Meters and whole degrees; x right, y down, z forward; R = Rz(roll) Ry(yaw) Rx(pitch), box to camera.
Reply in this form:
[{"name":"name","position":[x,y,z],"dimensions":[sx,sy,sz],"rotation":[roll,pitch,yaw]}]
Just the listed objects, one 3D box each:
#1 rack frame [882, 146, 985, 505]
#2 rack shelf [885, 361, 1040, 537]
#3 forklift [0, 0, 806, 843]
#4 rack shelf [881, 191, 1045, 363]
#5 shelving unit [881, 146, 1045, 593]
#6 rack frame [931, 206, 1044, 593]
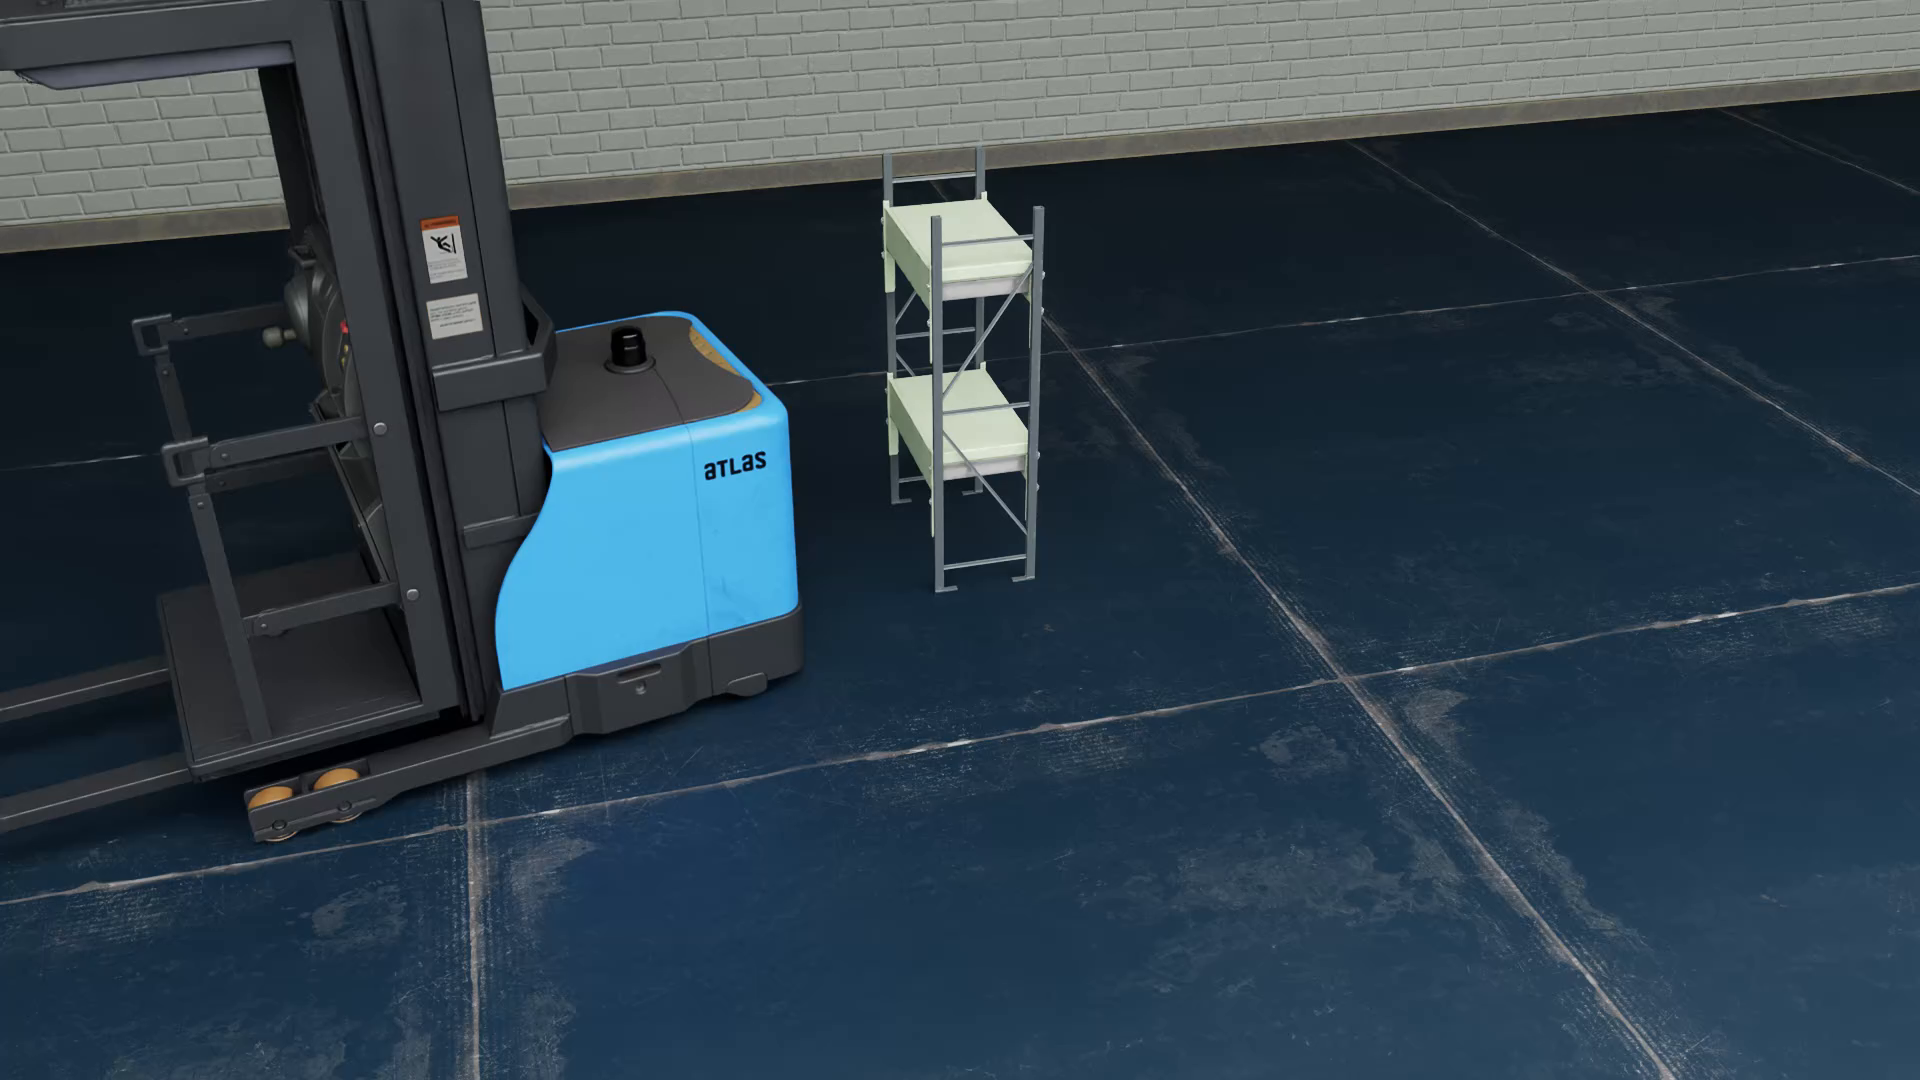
[{"name":"rack frame","position":[-0.099,-0.829,6.685],"dimensions":[0.400,1.500,0.023],"rotation":[-8,31,-13]},{"name":"rack shelf","position":[-0.002,-0.370,6.543],"dimensions":[0.431,0.370,0.720],"rotation":[-8,31,-13]},{"name":"forklift","position":[-2.092,-0.640,4.930],"dimensions":[3.031,2.935,1.130],"rotation":[-15,33,-24]},{"name":"rack shelf","position":[-0.002,-0.990,6.184],"dimensions":[0.431,0.370,0.720],"rotation":[-8,31,-13]},{"name":"shelving unit","position":[-0.002,-0.652,6.380],"dimensions":[0.431,1.500,0.755],"rotation":[-8,31,-13]},{"name":"rack frame","position":[0.095,-0.476,6.074],"dimensions":[0.400,1.500,0.023],"rotation":[-8,31,-13]}]
